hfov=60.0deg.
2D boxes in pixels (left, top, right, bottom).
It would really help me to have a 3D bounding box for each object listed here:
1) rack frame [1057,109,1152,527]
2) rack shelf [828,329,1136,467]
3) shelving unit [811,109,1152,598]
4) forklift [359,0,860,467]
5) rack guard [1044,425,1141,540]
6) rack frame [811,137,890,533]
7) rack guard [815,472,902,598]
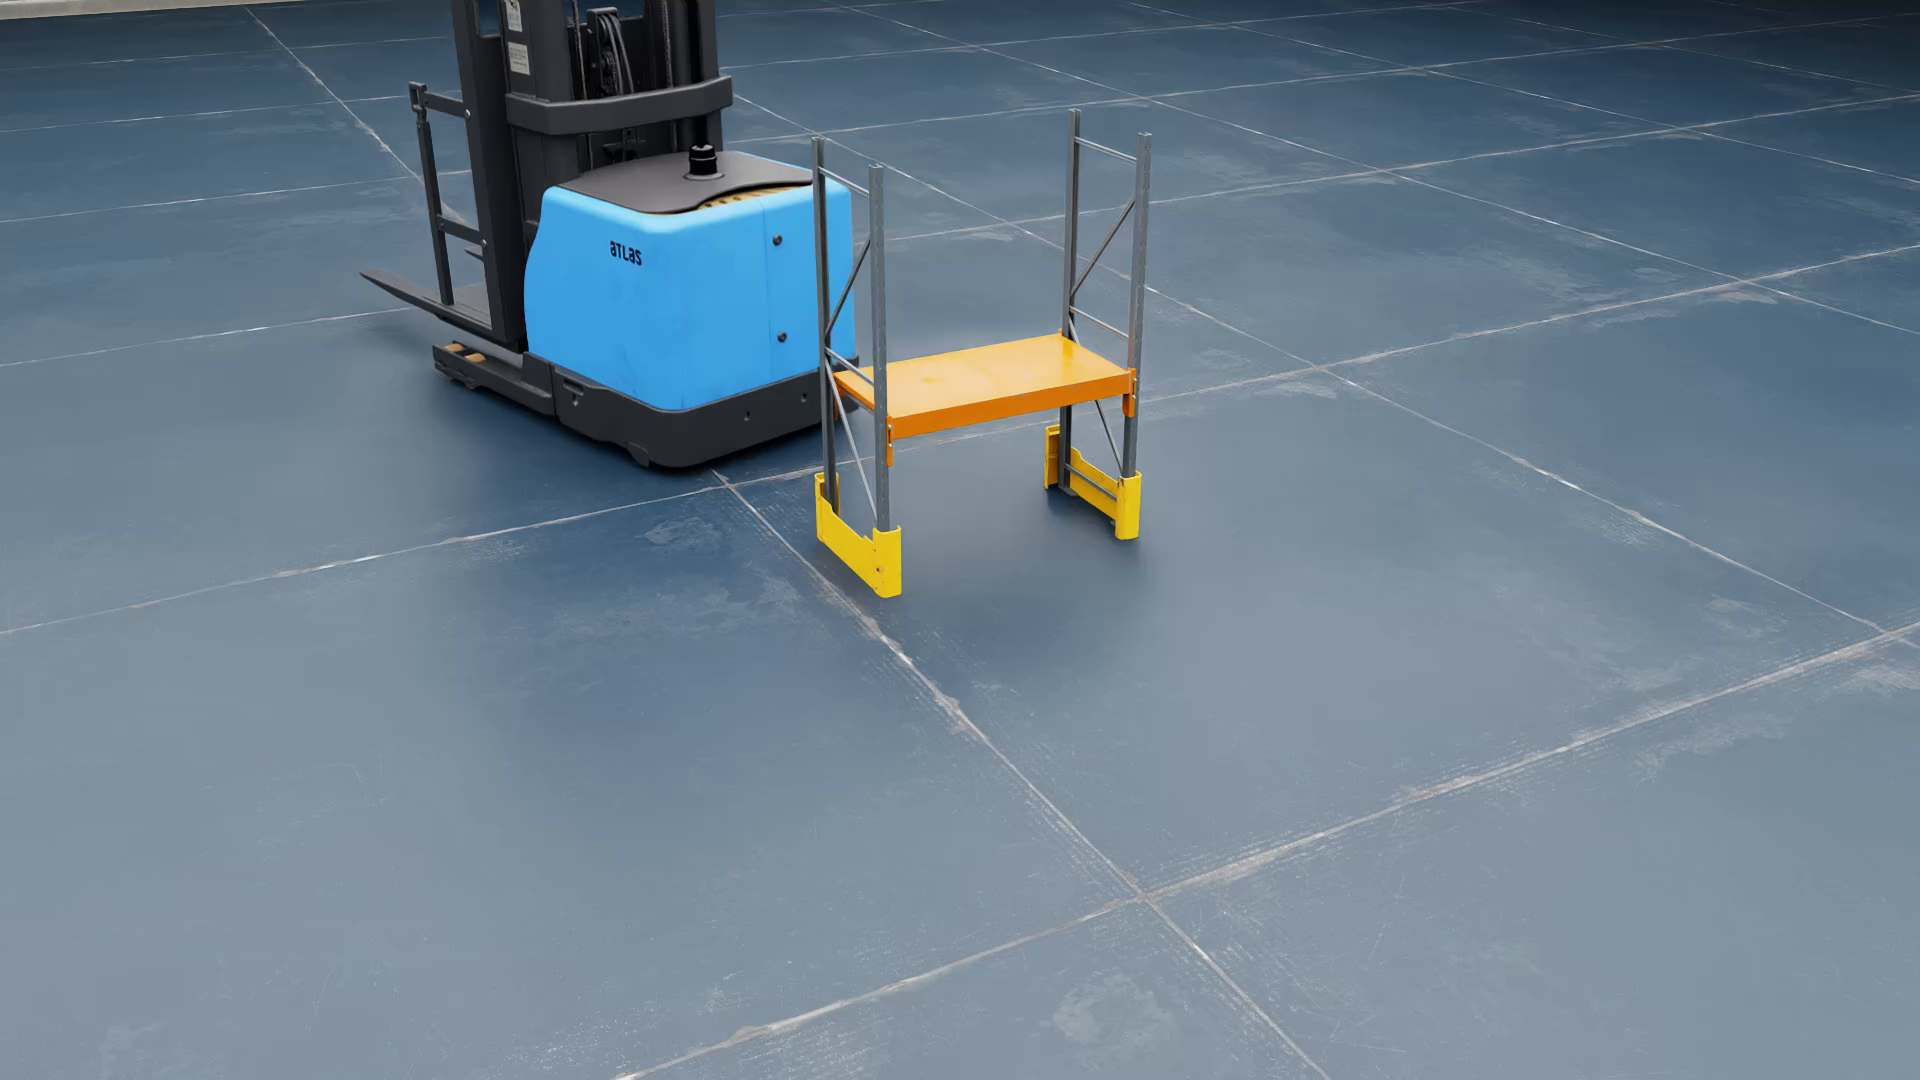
[{"bbox_3d":[0.524,-0.797,6.177,0.032,1.500,0.500,-13,29,-25],"label":"rack frame"},{"bbox_3d":[0.075,-0.531,6.039,1.000,0.185,0.538,-13,29,-25],"label":"rack shelf"},{"bbox_3d":[0.067,-0.692,5.958,1.083,1.500,0.587,-13,29,-25],"label":"shelving unit"},{"bbox_3d":[-1.829,-2.155,7.352,1.130,2.935,3.031,-23,34,-39],"label":"forklift"},{"bbox_3d":[0.507,-0.230,6.439,0.087,0.250,0.587,-13,29,-25],"label":"rack guard"},{"bbox_3d":[-0.373,-0.590,5.746,0.032,1.500,0.500,-13,29,-25],"label":"rack frame"},{"bbox_3d":[-0.372,-0.027,6.017,0.087,0.250,0.587,-13,29,-25],"label":"rack guard"}]
